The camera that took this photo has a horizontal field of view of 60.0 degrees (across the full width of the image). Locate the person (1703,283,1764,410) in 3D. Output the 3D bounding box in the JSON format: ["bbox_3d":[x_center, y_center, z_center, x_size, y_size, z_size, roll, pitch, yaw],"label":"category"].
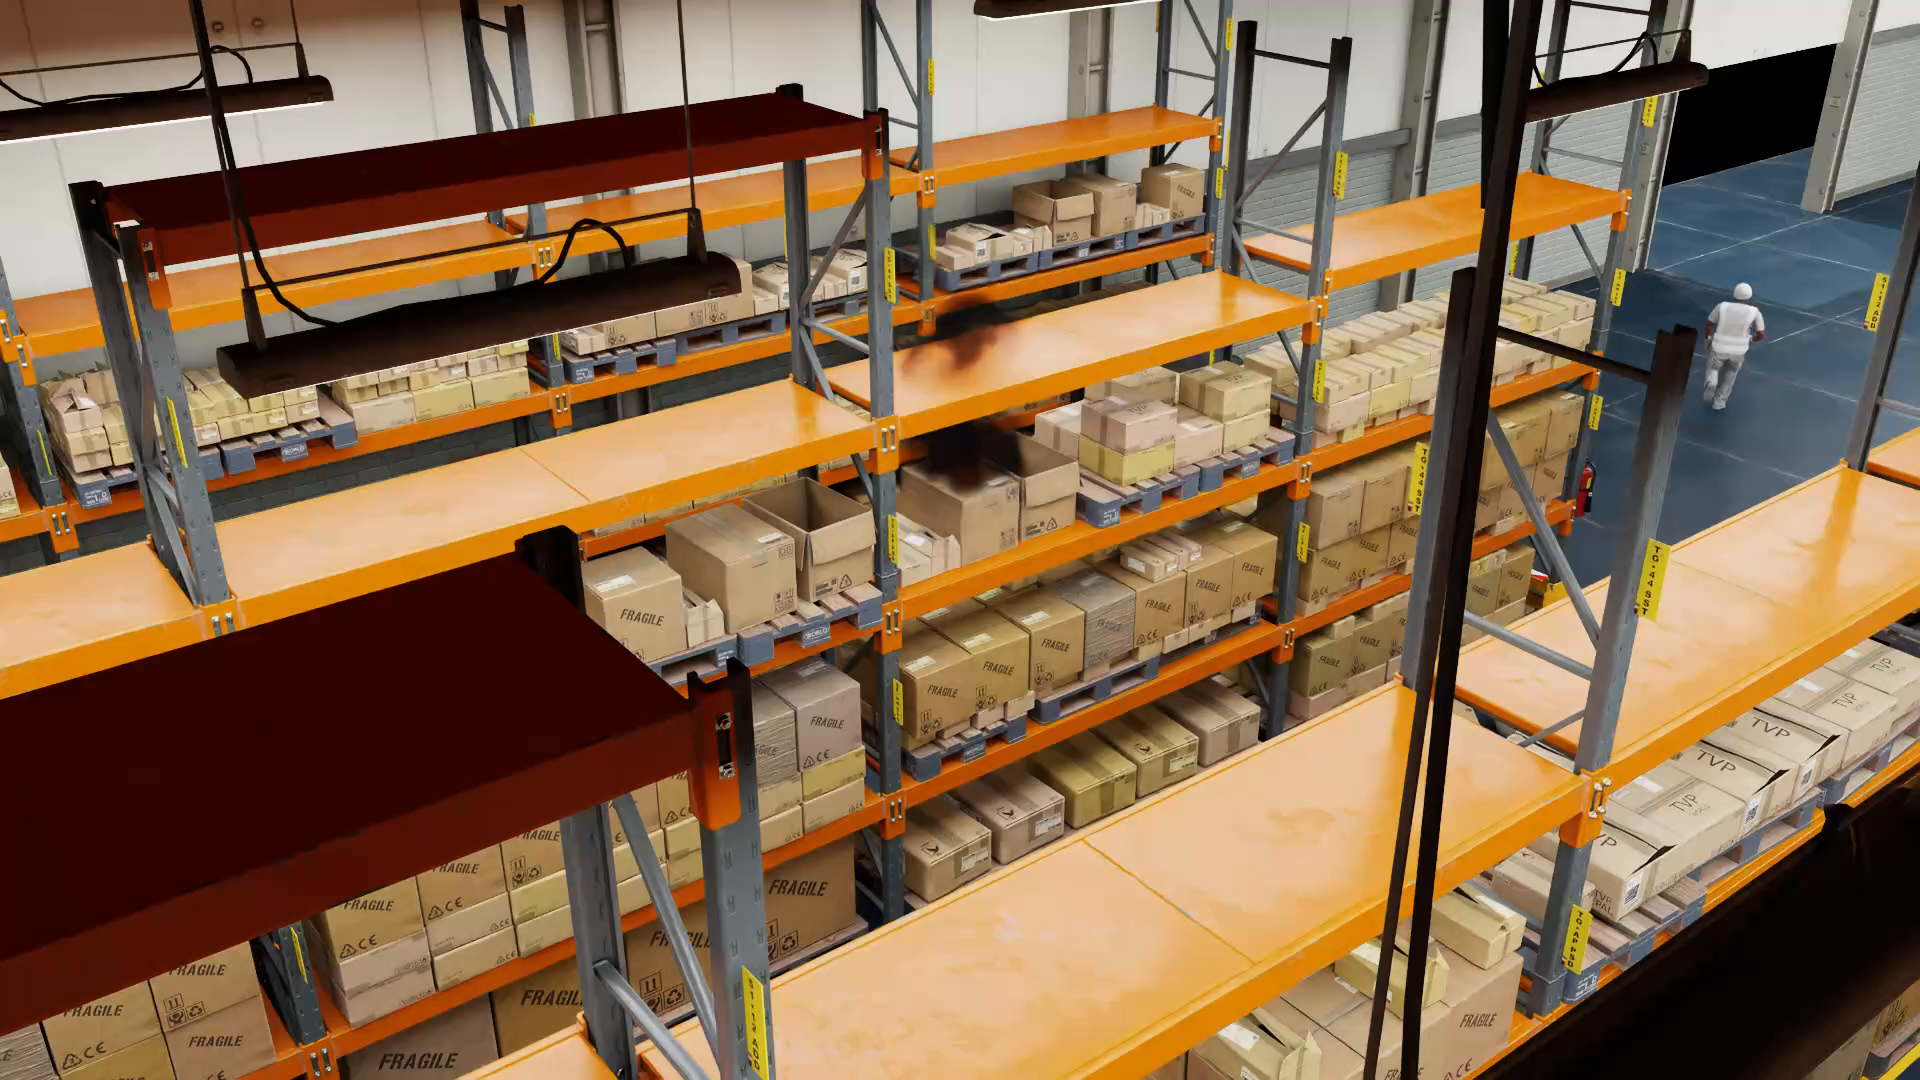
[{"bbox_3d":[9.789,-2.431,21.142,0.693,1.721,0.672,11,28,21],"label":"person"}]
